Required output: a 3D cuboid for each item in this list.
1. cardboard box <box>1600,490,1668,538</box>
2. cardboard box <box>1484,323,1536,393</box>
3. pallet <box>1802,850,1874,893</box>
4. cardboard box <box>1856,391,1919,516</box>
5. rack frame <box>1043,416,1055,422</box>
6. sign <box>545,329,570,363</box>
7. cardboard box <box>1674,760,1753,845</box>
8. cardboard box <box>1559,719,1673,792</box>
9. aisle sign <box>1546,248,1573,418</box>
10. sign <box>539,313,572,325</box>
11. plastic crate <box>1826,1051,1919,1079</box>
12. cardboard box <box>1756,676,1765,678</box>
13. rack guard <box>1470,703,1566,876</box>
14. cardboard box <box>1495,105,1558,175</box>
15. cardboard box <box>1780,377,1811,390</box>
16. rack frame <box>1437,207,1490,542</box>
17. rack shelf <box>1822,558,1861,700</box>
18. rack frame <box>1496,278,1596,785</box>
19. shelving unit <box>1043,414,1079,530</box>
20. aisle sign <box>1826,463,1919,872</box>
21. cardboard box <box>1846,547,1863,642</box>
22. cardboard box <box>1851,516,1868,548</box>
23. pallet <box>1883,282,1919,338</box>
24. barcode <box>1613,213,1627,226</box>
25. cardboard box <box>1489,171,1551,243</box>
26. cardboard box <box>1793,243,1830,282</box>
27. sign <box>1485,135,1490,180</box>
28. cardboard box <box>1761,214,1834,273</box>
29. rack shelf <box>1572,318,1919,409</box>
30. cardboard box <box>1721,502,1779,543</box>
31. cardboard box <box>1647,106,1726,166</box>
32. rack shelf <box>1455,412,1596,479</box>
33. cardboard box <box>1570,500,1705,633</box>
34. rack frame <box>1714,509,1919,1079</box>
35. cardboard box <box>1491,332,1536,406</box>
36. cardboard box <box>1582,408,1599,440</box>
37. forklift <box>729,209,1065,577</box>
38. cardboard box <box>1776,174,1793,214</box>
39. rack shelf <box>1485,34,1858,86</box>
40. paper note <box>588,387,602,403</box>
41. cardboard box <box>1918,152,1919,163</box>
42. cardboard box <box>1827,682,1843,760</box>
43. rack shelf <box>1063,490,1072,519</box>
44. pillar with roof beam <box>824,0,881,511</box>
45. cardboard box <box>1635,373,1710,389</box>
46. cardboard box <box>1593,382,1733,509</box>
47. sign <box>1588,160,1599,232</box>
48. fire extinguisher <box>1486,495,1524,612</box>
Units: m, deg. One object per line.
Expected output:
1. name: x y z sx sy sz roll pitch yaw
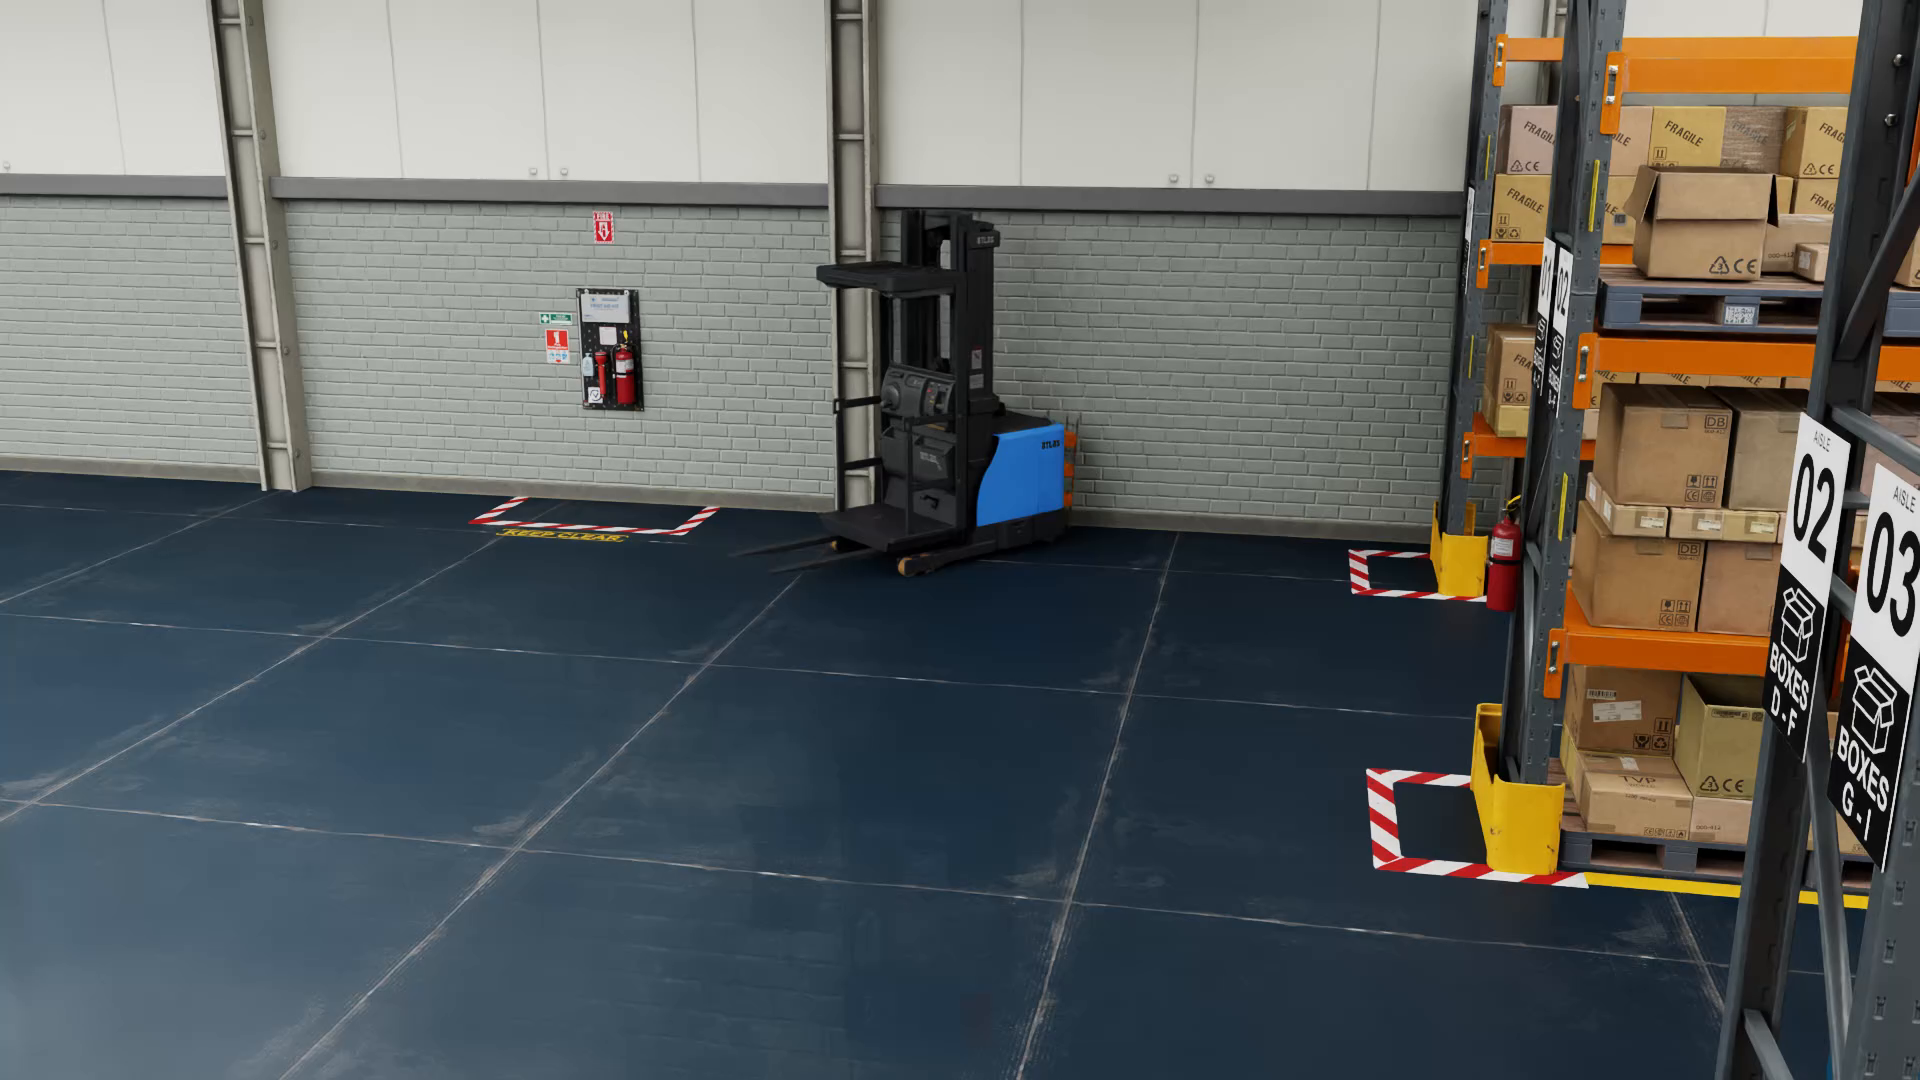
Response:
1. cardboard box: 3.427 -0.136 8.462 0.250 0.149 0.380 3 16 11
2. cardboard box: 4.573 -1.478 13.547 0.500 0.500 0.500 3 16 10
3. pallet: 5.035 1.587 8.869 1.213 0.211 1.003 3 16 11
4. cardboard box: 4.602 -0.442 8.350 0.500 0.500 0.700 3 16 11
5. rack frame: 0.775 -0.595 15.123 0.008 1.050 0.200 -6 20 -26
6. sign: -3.888 -1.872 16.063 0.234 0.329 0.001 3 16 11
7. cardboard box: 4.057 1.383 8.746 0.500 0.250 0.500 3 16 11
8. cardboard box: 3.669 1.221 9.327 0.500 0.250 0.500 3 16 11
9. aisle sign: 2.960 -1.029 8.217 0.004 0.787 0.394 3 16 11
10. sign: -3.885 -2.125 15.983 0.331 0.109 0.001 3 16 11
11. plastic crate: 2.644 1.463 4.370 0.616 0.251 0.499 3 16 11
12. cardboard box: 4.653 0.909 9.051 0.500 0.500 0.500 3 16 11
13. rack guard: 3.062 1.351 9.179 0.348 0.500 1.175 3 16 11
14. cardboard box: 4.398 -3.050 12.666 0.500 0.500 0.500 2 16 7
15. cardboard box: 6.482 -1.233 12.664 0.500 0.500 0.500 3 16 9
16. rack frame: 4.069 -1.149 13.519 0.127 3.000 1.000 3 16 11
17. rack shelf: 4.054 0.451 3.475 4.000 0.370 1.077 3 16 11
18. rack frame: 3.085 0.148 8.840 0.127 3.000 1.000 3 16 11
19. shelving unit: 0.884 -0.607 15.177 0.252 1.050 0.215 -6 20 -26
20. aisle sign: 1.965 0.263 3.553 0.004 0.787 0.394 3 16 11
21. cardboard box: 4.541 0.182 8.528 0.500 0.500 0.700 3 16 11
22. cardboard box: 4.439 -0.082 8.265 0.250 0.149 0.380 3 16 9
23. pallet: 4.972 -1.147 8.059 1.213 0.211 1.003 3 16 11
24. barcode: 3.477 -1.688 8.760 0.075 0.075 0.001 3 16 11
25. cardboard box: 4.346 -2.569 12.803 0.500 0.500 0.500 4 16 13
26. cardboard box: 4.203 -1.338 8.006 0.250 0.149 0.380 3 16 11
27. sign: 3.961 -2.873 12.490 0.005 0.325 0.100 3 16 11
28. cardboard box: 4.266 -1.503 8.413 0.500 0.250 0.500 3 16 11
29. rack shelf: 5.045 -0.845 8.152 4.000 0.370 1.077 3 16 11
30. cardboard box: 3.930 -0.109 8.364 0.250 0.149 0.380 3 16 11
31. cardboard box: 5.384 -2.986 12.434 0.500 0.500 0.500 4 16 13
32. rack shelf: 6.028 -0.695 13.231 4.000 0.370 1.077 3 16 11
33. cardboard box: 3.540 0.128 8.725 0.500 0.500 0.700 3 16 11
34. rack frame: 2.094 1.443 4.163 0.127 3.000 1.000 3 16 11
35. cardboard box: 4.477 -1.343 13.061 0.500 0.500 0.500 3 16 11
36. cardboard box: 4.995 -0.953 13.057 0.500 0.250 0.500 3 16 9
37. forklift: -0.524 -1.259 14.045 3.031 2.935 1.130 -12 20 -37
38. cardboard box: 5.904 -2.481 12.487 0.500 0.500 0.500 4 16 15
39. rack shelf: 6.028 -3.585 12.431 4.000 0.370 1.077 3 16 11
40. paper note: -3.527 -1.401 16.081 0.142 0.148 0.016 3 16 11
41. cardboard box: 6.901 -2.903 12.137 0.500 0.500 0.500 4 16 14
42. cardboard box: 4.549 1.045 8.560 0.500 0.500 0.500 3 16 11
43. rack shelf: 0.868 -0.333 15.267 0.240 0.259 0.215 -6 20 -26
44. pillar with roof beam: -1.811 -3.422 10.488 0.400 9.000 9.100 3 16 11
45. cardboard box: 5.464 -1.285 12.852 0.500 0.500 0.500 3 16 9
46. cardboard box: 3.592 -0.495 8.542 0.500 0.500 0.700 3 16 11
47. sign: 2.969 -1.613 7.790 0.005 0.325 0.100 3 16 11
48. fire extinguisher: 3.062 0.057 9.312 0.183 0.674 0.296 3 16 11
